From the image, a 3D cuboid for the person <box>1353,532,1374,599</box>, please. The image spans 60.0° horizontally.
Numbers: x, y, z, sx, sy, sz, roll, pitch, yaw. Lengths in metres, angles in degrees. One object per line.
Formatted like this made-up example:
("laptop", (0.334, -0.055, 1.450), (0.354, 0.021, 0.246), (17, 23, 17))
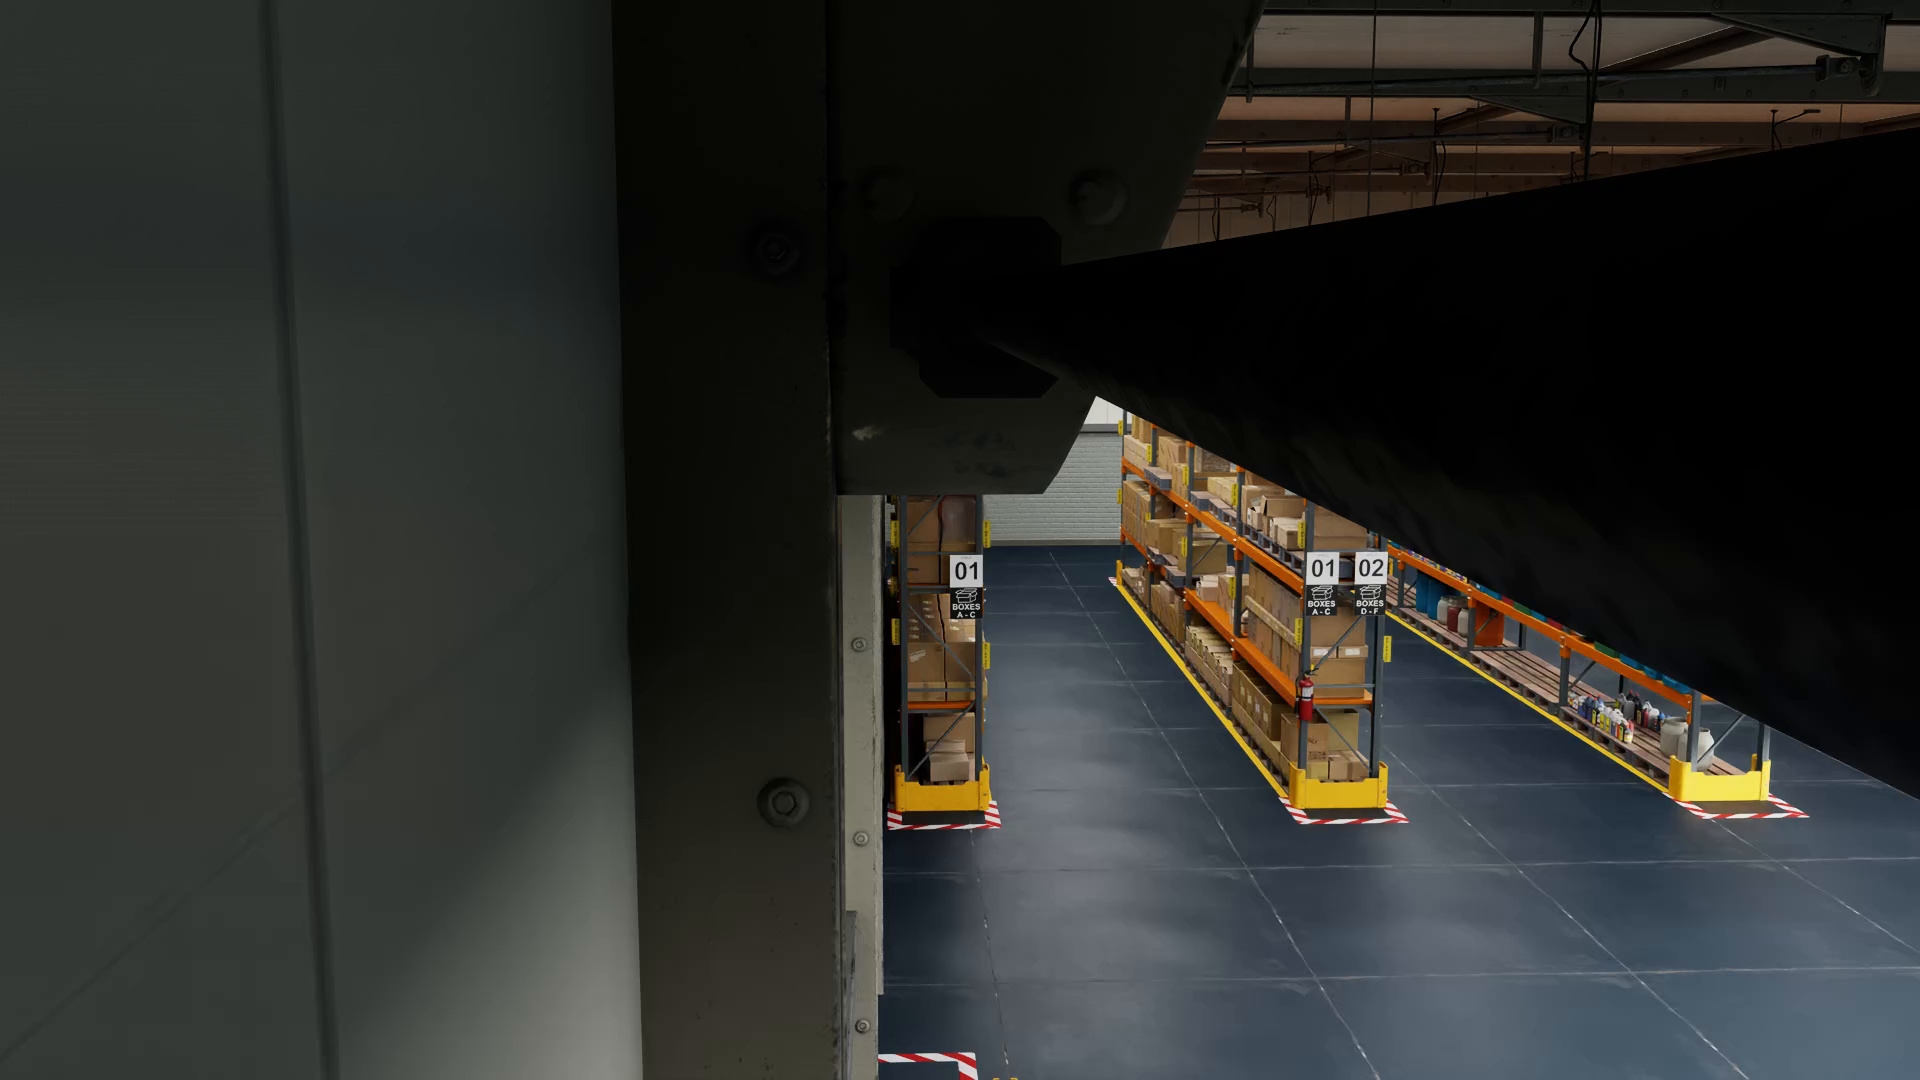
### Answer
("person", (8.291, 0.425, 34.292), (0.366, 1.725, 0.550), (-3, 9, -21))
